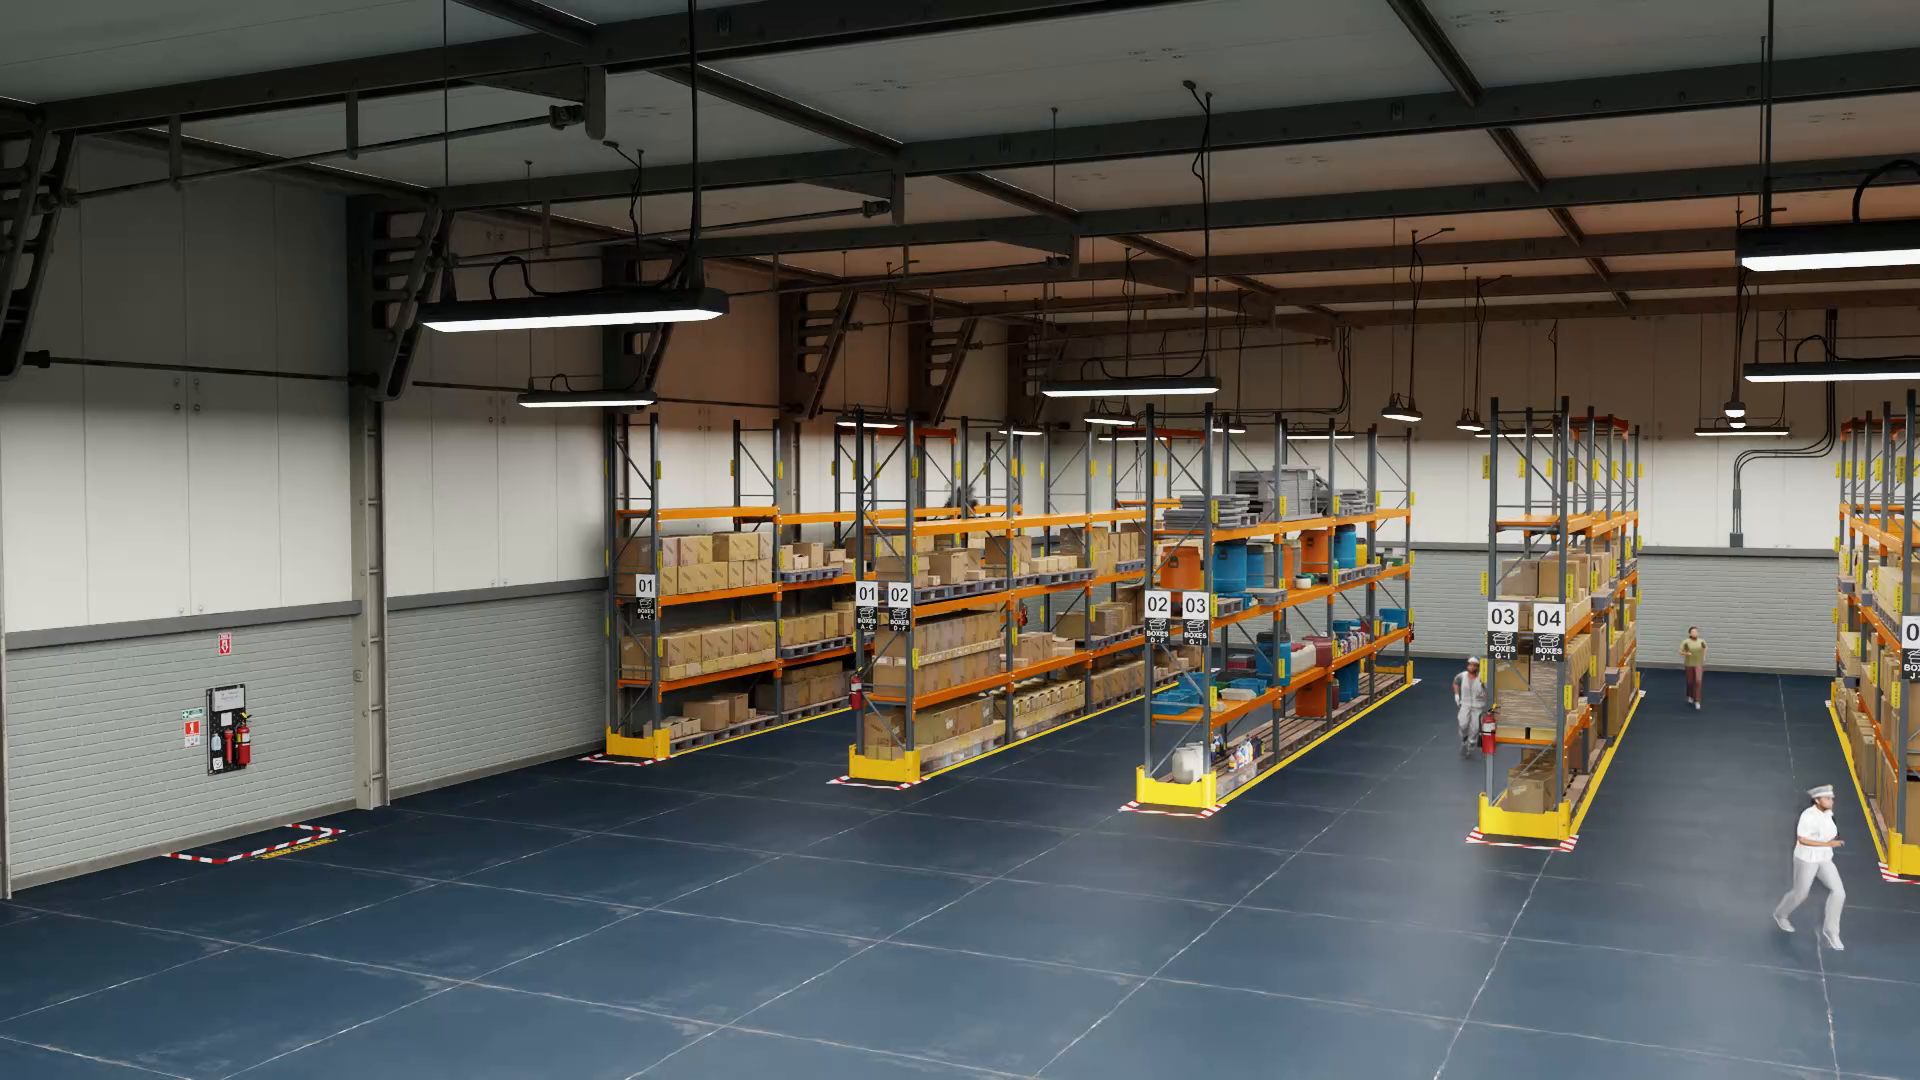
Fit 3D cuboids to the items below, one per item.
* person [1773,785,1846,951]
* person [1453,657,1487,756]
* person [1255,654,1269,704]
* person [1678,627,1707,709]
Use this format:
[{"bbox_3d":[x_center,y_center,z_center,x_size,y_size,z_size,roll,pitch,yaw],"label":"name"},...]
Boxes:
[{"bbox_3d":[9.025,3.425,17.660,0.599,1.735,0.847,-1,3,-25],"label":"person"},{"bbox_3d":[8.874,2.895,28.836,0.649,1.735,0.694,1,3,20],"label":"person"},{"bbox_3d":[6.531,2.733,35.516,0.535,1.546,0.556,1,3,28],"label":"person"},{"bbox_3d":[15.472,2.669,35.109,0.578,1.685,0.935,1,3,19],"label":"person"}]
